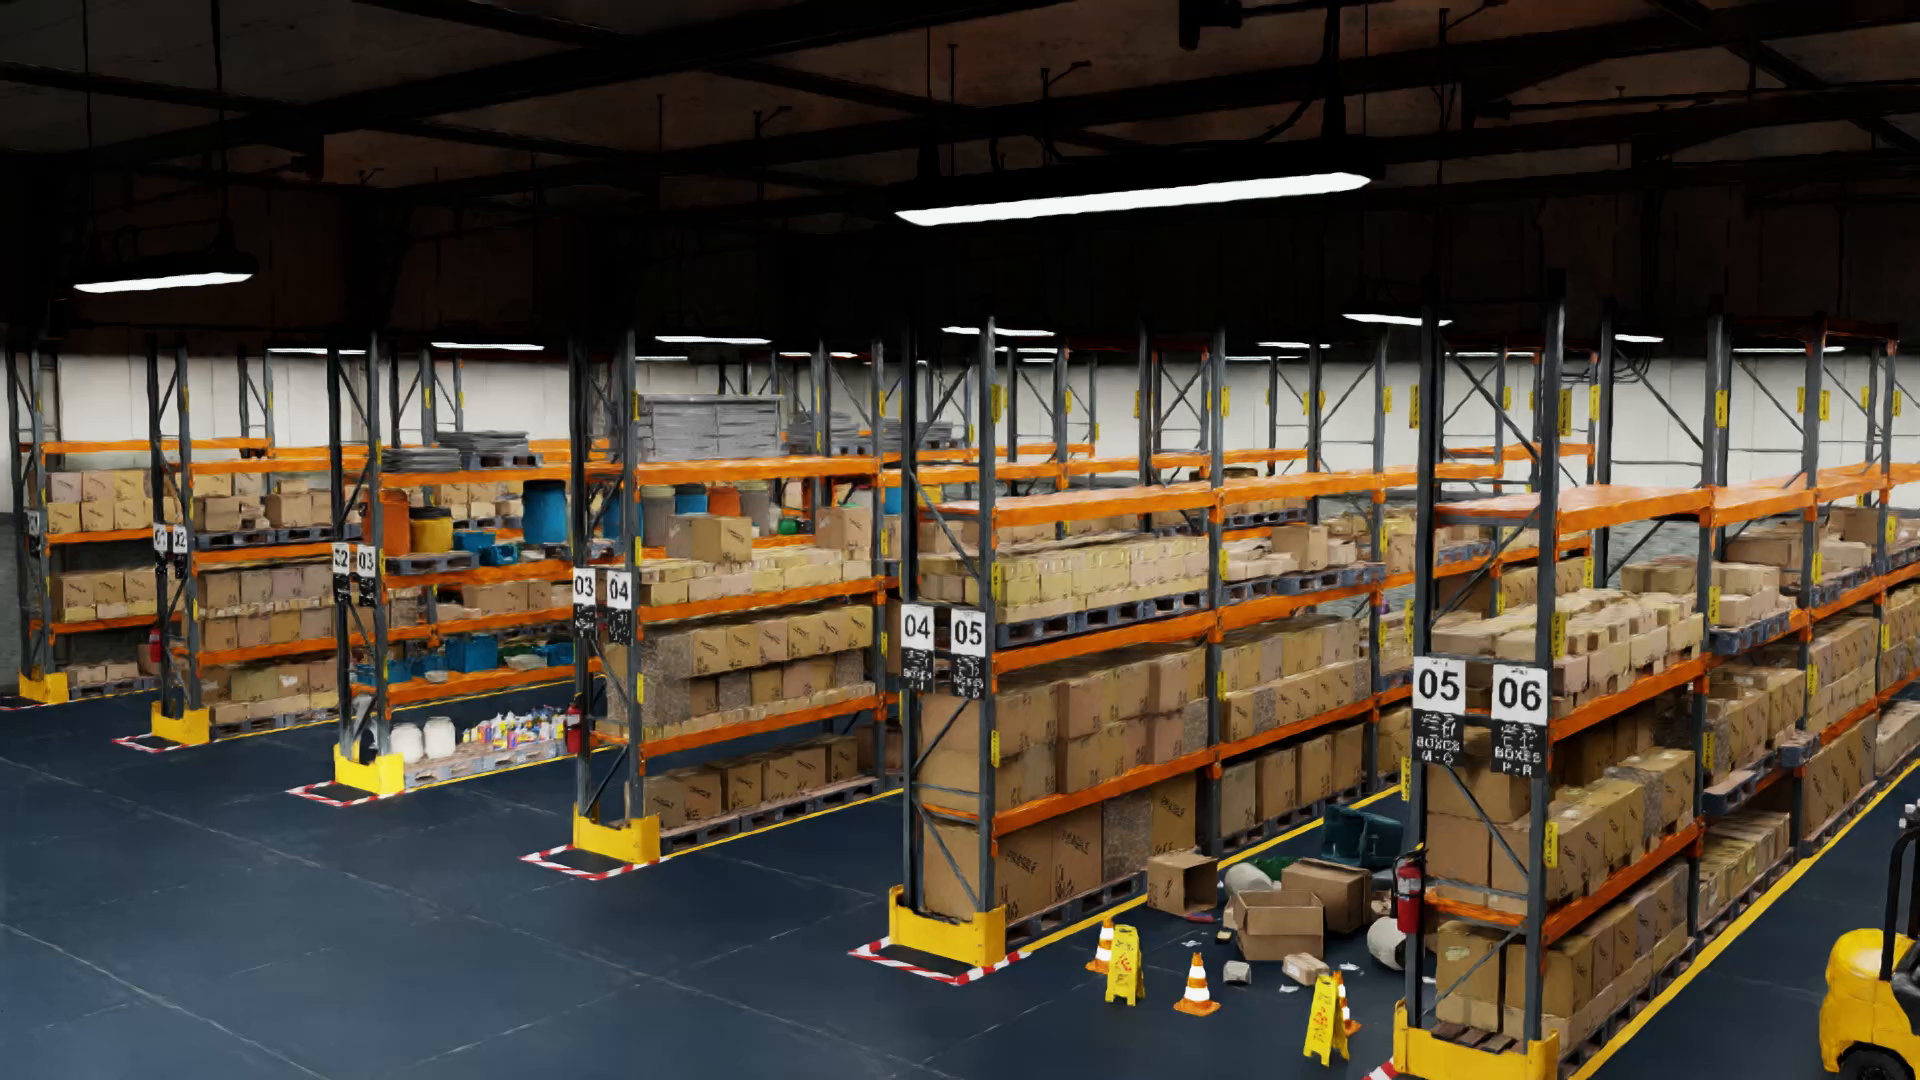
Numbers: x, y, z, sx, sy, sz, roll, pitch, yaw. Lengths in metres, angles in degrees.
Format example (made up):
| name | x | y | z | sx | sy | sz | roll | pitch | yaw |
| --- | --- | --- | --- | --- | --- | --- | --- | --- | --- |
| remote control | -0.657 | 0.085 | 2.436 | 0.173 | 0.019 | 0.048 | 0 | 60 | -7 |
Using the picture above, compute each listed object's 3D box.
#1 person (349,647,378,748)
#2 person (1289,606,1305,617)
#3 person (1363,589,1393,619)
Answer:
| name | x | y | z | sx | sy | sz | roll | pitch | yaw |
| --- | --- | --- | --- | --- | --- | --- | --- | --- | --- |
| person | -8.508 | 2.268 | 23.561 | 0.412 | 1.533 | 0.955 | 3 | 6 | 31 |
| person | 5.706 | 1.810 | 27.884 | 0.441 | 1.675 | 0.496 | 1 | 5 | 8 |
| person | 7.803 | 1.608 | 30.946 | 0.561 | 1.525 | 0.788 | 2 | 6 | 21 |
